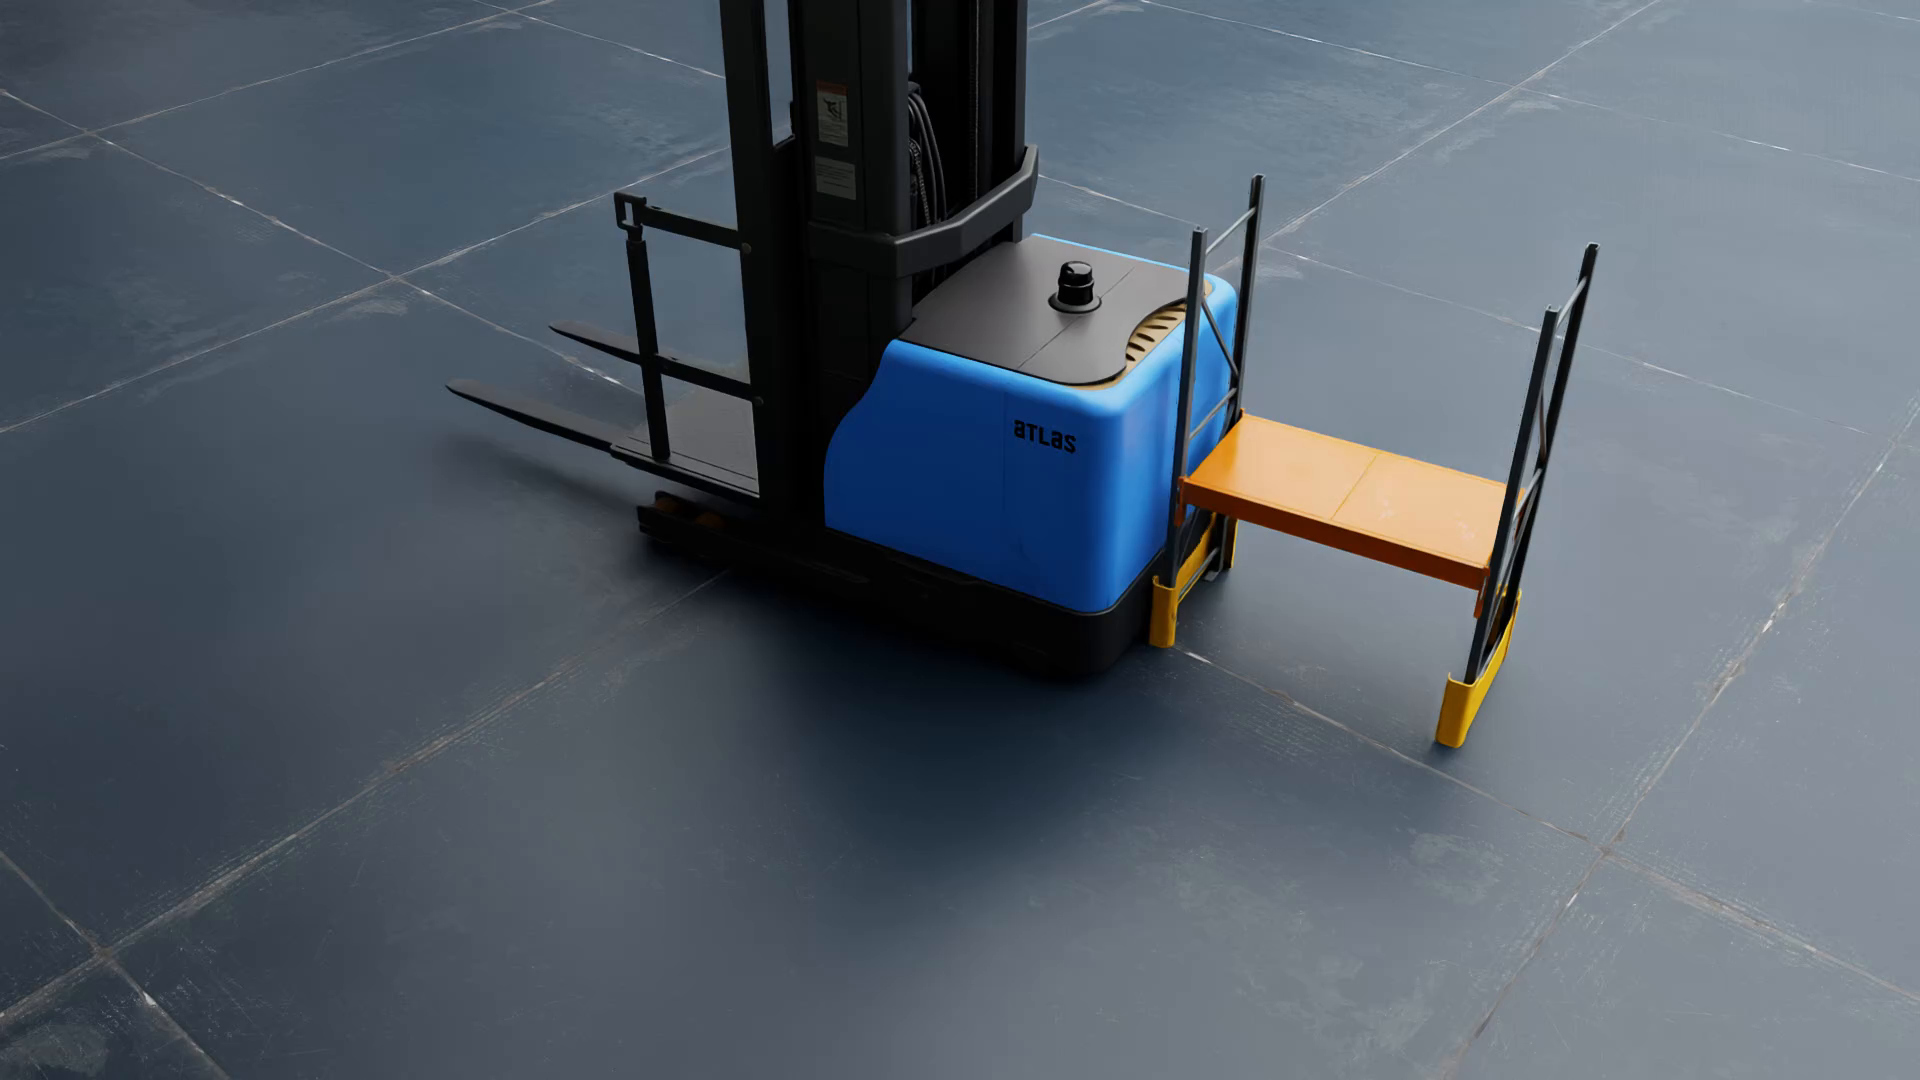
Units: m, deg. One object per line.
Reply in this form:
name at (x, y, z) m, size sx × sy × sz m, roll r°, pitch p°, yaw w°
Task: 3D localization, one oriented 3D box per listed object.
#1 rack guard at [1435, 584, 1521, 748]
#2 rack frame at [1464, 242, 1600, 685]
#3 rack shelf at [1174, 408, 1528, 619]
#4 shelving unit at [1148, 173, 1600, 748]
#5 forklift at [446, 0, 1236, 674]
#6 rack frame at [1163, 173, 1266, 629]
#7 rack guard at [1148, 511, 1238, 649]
rack guard at (1.677, 0.399, 5.373) m, size 0.087 × 0.250 × 0.587 m, roll 18°, pitch 38°, yaw 24°
rack frame at (1.694, -0.111, 5.012) m, size 0.032 × 1.500 × 0.500 m, roll 18°, pitch 38°, yaw 24°
rack shelf at (1.255, -0.107, 5.324) m, size 1.000 × 0.185 × 0.538 m, roll 18°, pitch 38°, yaw 24°
shelving unit at (1.247, -0.258, 5.226) m, size 1.083 × 1.500 × 0.587 m, roll 18°, pitch 38°, yaw 24°
forklift at (-0.596, -1.378, 5.593) m, size 3.031 × 2.935 × 1.130 m, roll 18°, pitch 38°, yaw 25°
rack frame at (0.815, -0.400, 5.433) m, size 0.032 × 1.500 × 0.500 m, roll 18°, pitch 38°, yaw 24°
rack guard at (0.816, 0.116, 5.786) m, size 0.087 × 0.250 × 0.587 m, roll 18°, pitch 38°, yaw 24°
